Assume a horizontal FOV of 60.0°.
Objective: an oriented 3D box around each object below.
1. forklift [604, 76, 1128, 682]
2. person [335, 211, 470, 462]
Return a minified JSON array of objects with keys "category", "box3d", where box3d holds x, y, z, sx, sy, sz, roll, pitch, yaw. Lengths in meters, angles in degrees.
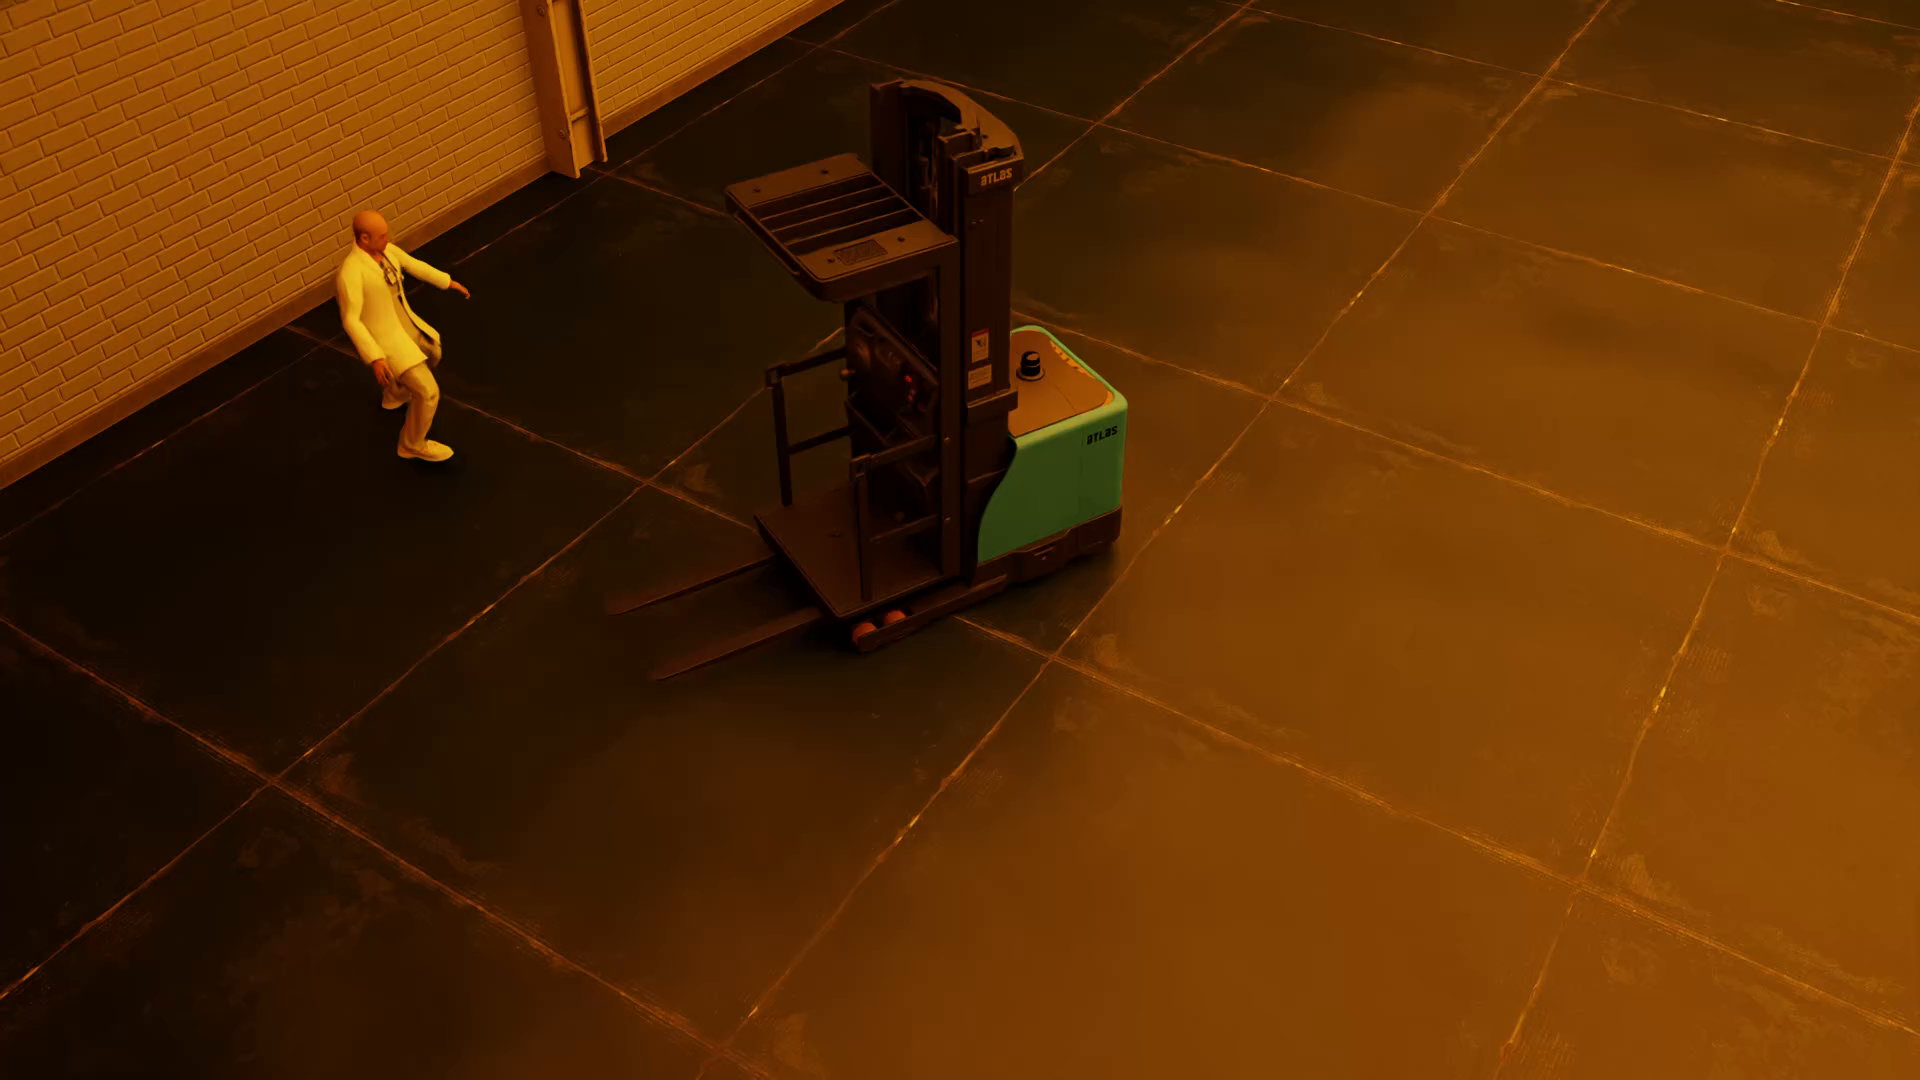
[{"category":"forklift","box3d":[-0.549,-0.874,8.998,3.031,2.935,1.130,-21,45,-23]},{"category":"person","box3d":[-3.578,-1.358,10.607,0.744,1.644,1.004,6,41,8]}]
